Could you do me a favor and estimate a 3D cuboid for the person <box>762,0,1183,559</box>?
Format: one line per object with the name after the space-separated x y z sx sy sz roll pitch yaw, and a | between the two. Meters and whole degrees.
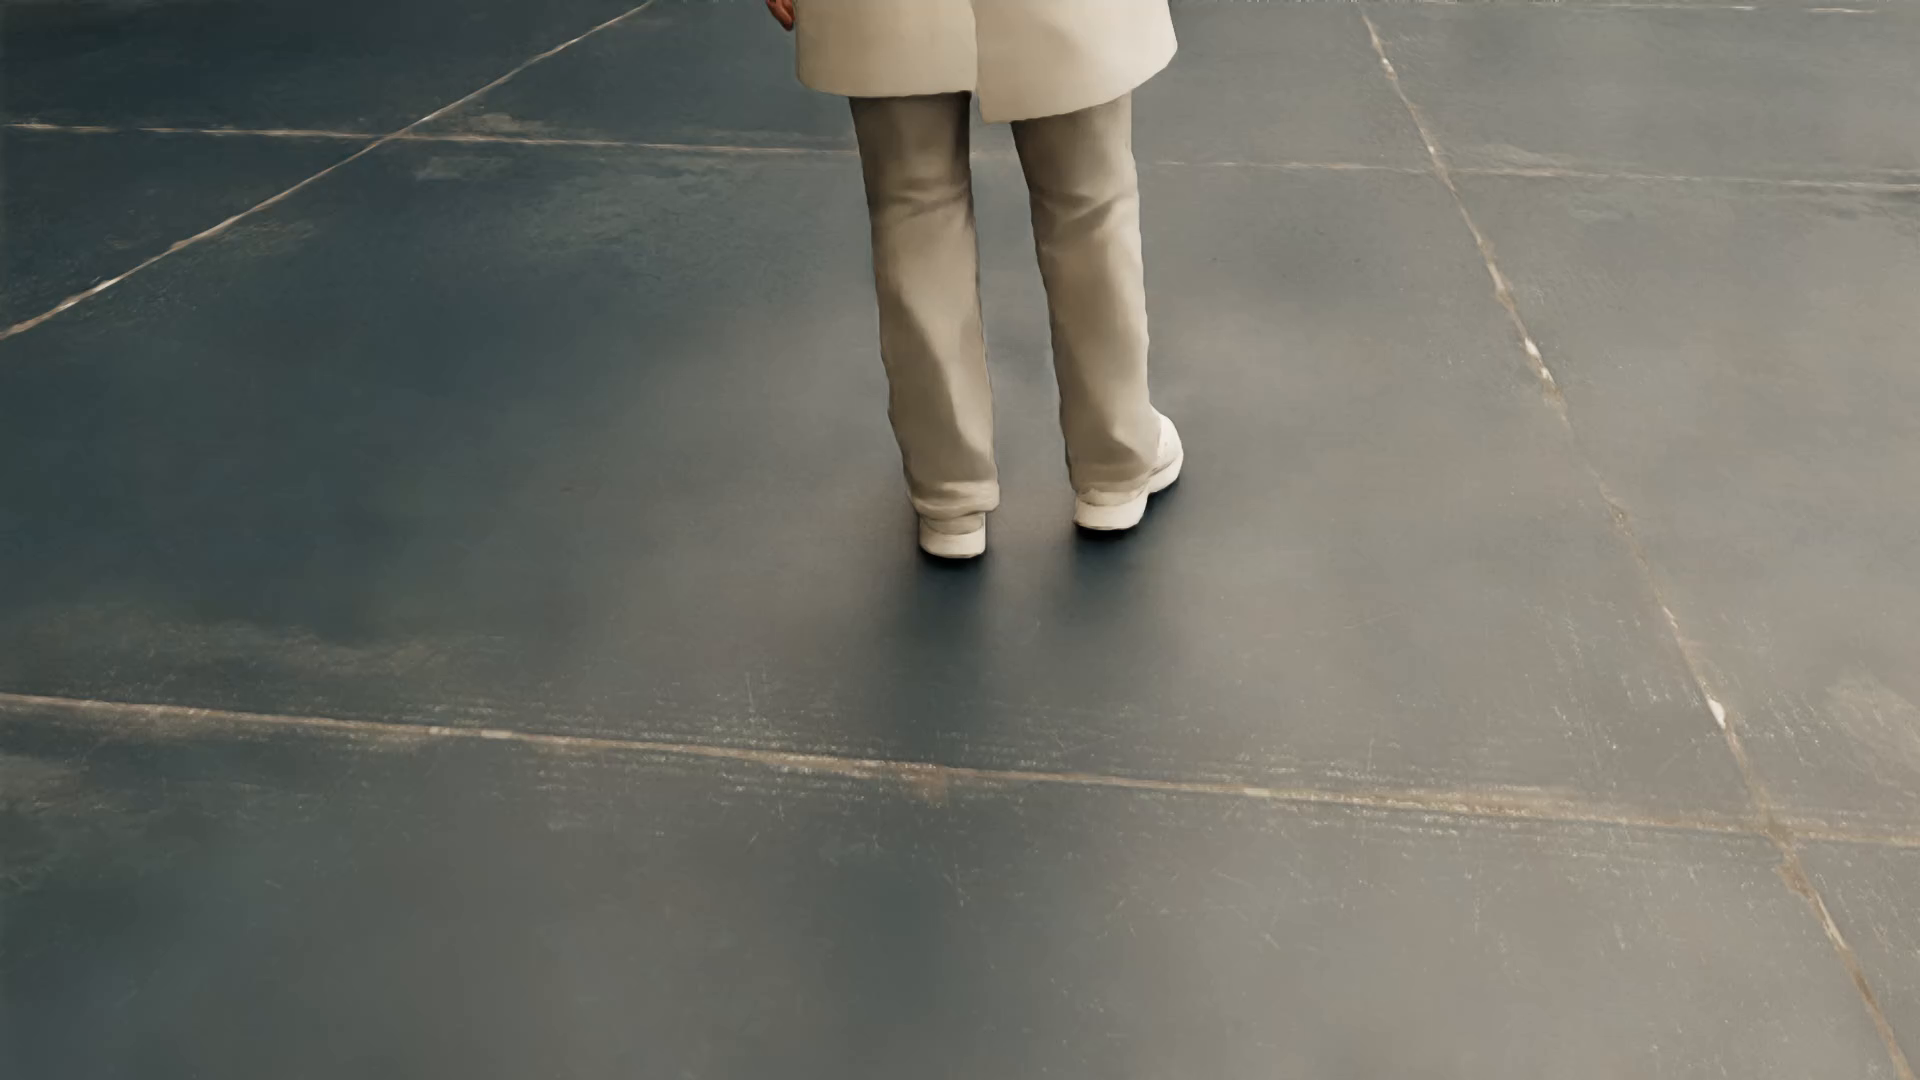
0.017 -0.842 2.180 0.694 1.776 0.579 3 27 7 | person
